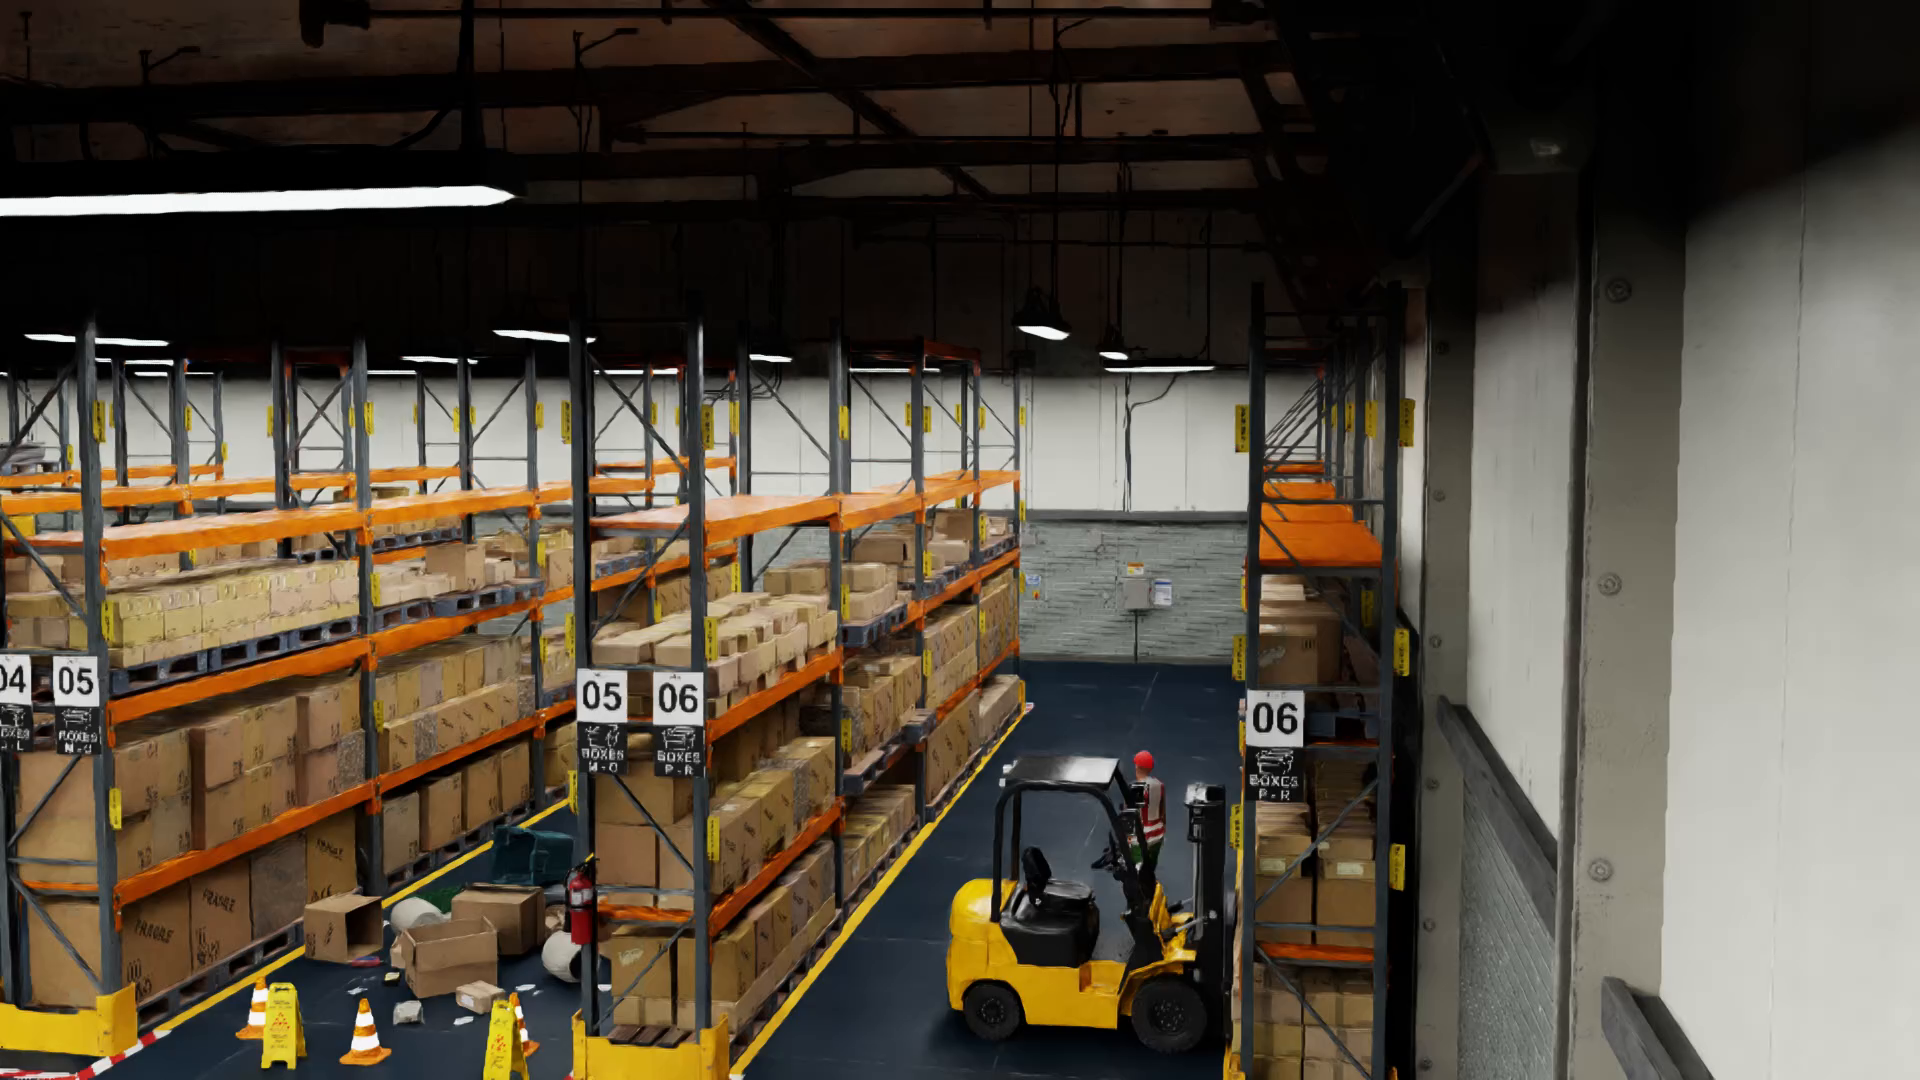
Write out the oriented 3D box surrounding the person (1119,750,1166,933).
[{"bbox_3d":[1.783,2.946,16.348,0.576,1.785,0.659,3,6,36],"label":"person"}]
